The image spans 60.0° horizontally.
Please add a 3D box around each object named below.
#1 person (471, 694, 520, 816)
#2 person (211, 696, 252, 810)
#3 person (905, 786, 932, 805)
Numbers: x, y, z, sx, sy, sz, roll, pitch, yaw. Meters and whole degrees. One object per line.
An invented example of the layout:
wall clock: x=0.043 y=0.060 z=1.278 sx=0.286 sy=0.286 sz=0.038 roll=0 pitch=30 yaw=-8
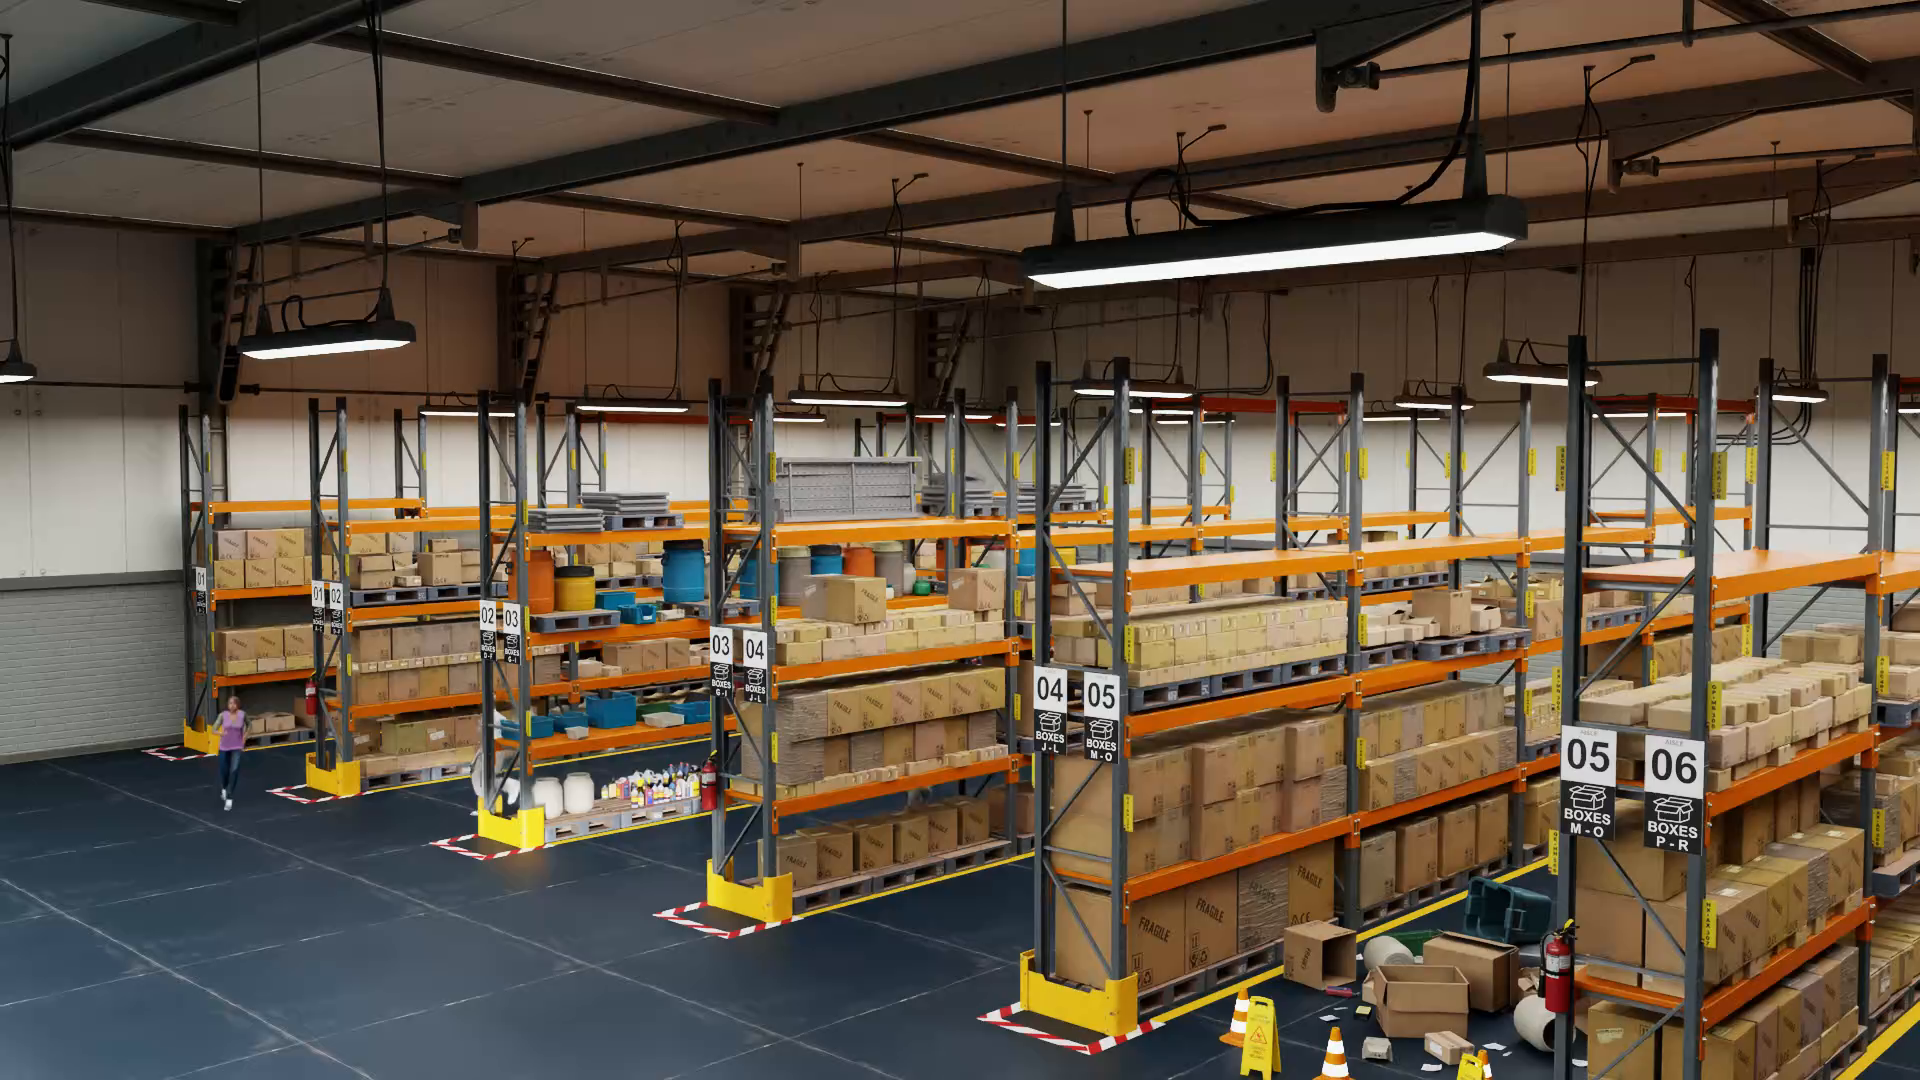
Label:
person: x=-6.647 y=3.106 z=23.816 sx=0.710 sy=1.665 sz=0.737 roll=-2 pitch=4 yaw=-38
person: x=-10.641 y=3.072 z=24.310 sx=0.542 sy=1.612 sz=0.836 roll=-1 pitch=3 yaw=-21
person: x=-0.593 y=3.053 z=23.433 sx=0.675 sy=1.747 sz=0.834 roll=2 pitch=4 yaw=36
